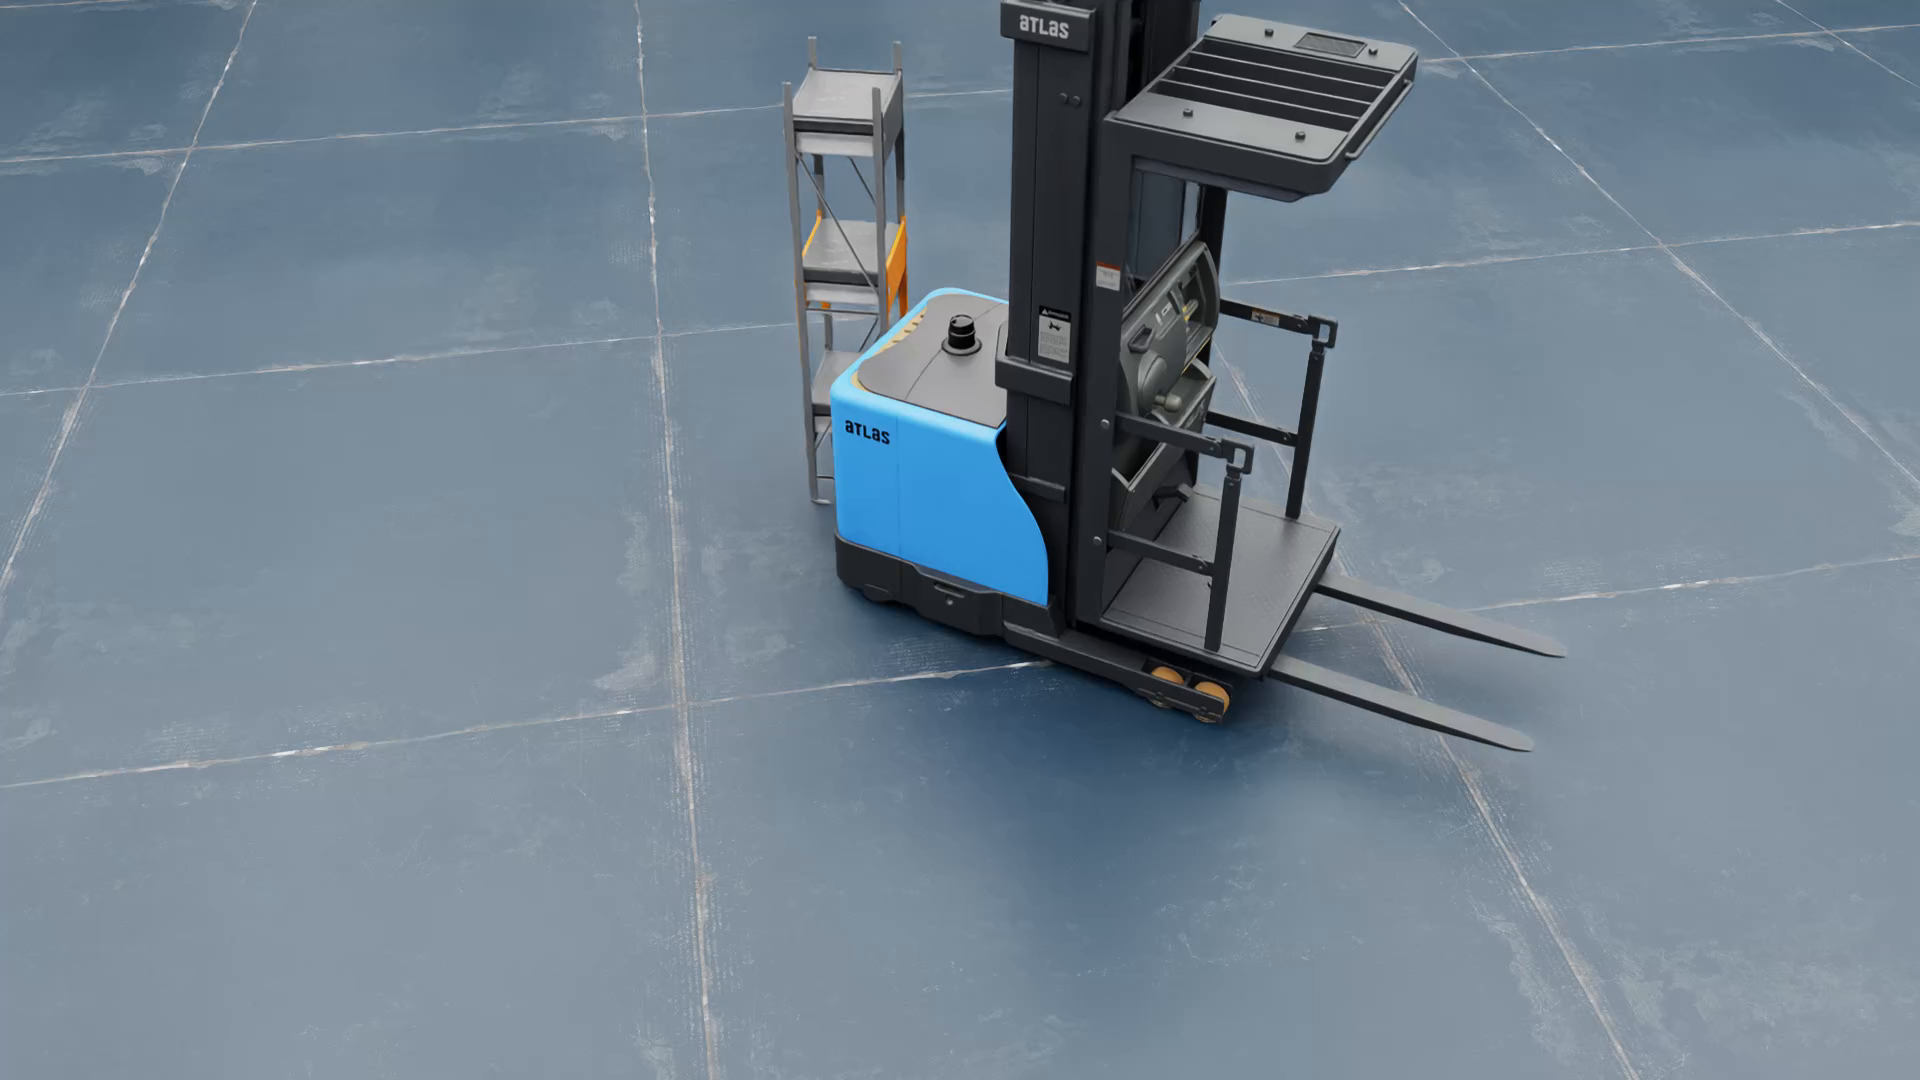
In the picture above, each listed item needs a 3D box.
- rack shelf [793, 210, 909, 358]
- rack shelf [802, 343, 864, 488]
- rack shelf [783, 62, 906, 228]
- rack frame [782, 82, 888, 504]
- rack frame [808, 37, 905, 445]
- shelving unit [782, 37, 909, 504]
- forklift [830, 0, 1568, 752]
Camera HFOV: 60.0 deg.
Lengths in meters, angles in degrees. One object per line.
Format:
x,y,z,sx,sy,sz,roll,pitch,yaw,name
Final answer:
-0.482,-1.135,7.521,0.431,0.518,0.480,5,38,6,rack shelf
-0.482,-0.582,7.951,0.431,0.518,0.480,5,38,6,rack shelf
-0.482,-1.688,7.092,0.431,0.518,0.480,5,38,6,rack shelf
-0.517,-0.997,7.322,0.400,2.100,0.015,5,38,6,rack frame
-0.447,-1.294,7.704,0.400,2.100,0.015,5,38,6,rack frame
-0.482,-1.146,7.513,0.431,2.100,0.503,5,38,6,shelving unit
0.996,-0.786,6.373,3.031,2.935,1.130,18,41,21,forklift
